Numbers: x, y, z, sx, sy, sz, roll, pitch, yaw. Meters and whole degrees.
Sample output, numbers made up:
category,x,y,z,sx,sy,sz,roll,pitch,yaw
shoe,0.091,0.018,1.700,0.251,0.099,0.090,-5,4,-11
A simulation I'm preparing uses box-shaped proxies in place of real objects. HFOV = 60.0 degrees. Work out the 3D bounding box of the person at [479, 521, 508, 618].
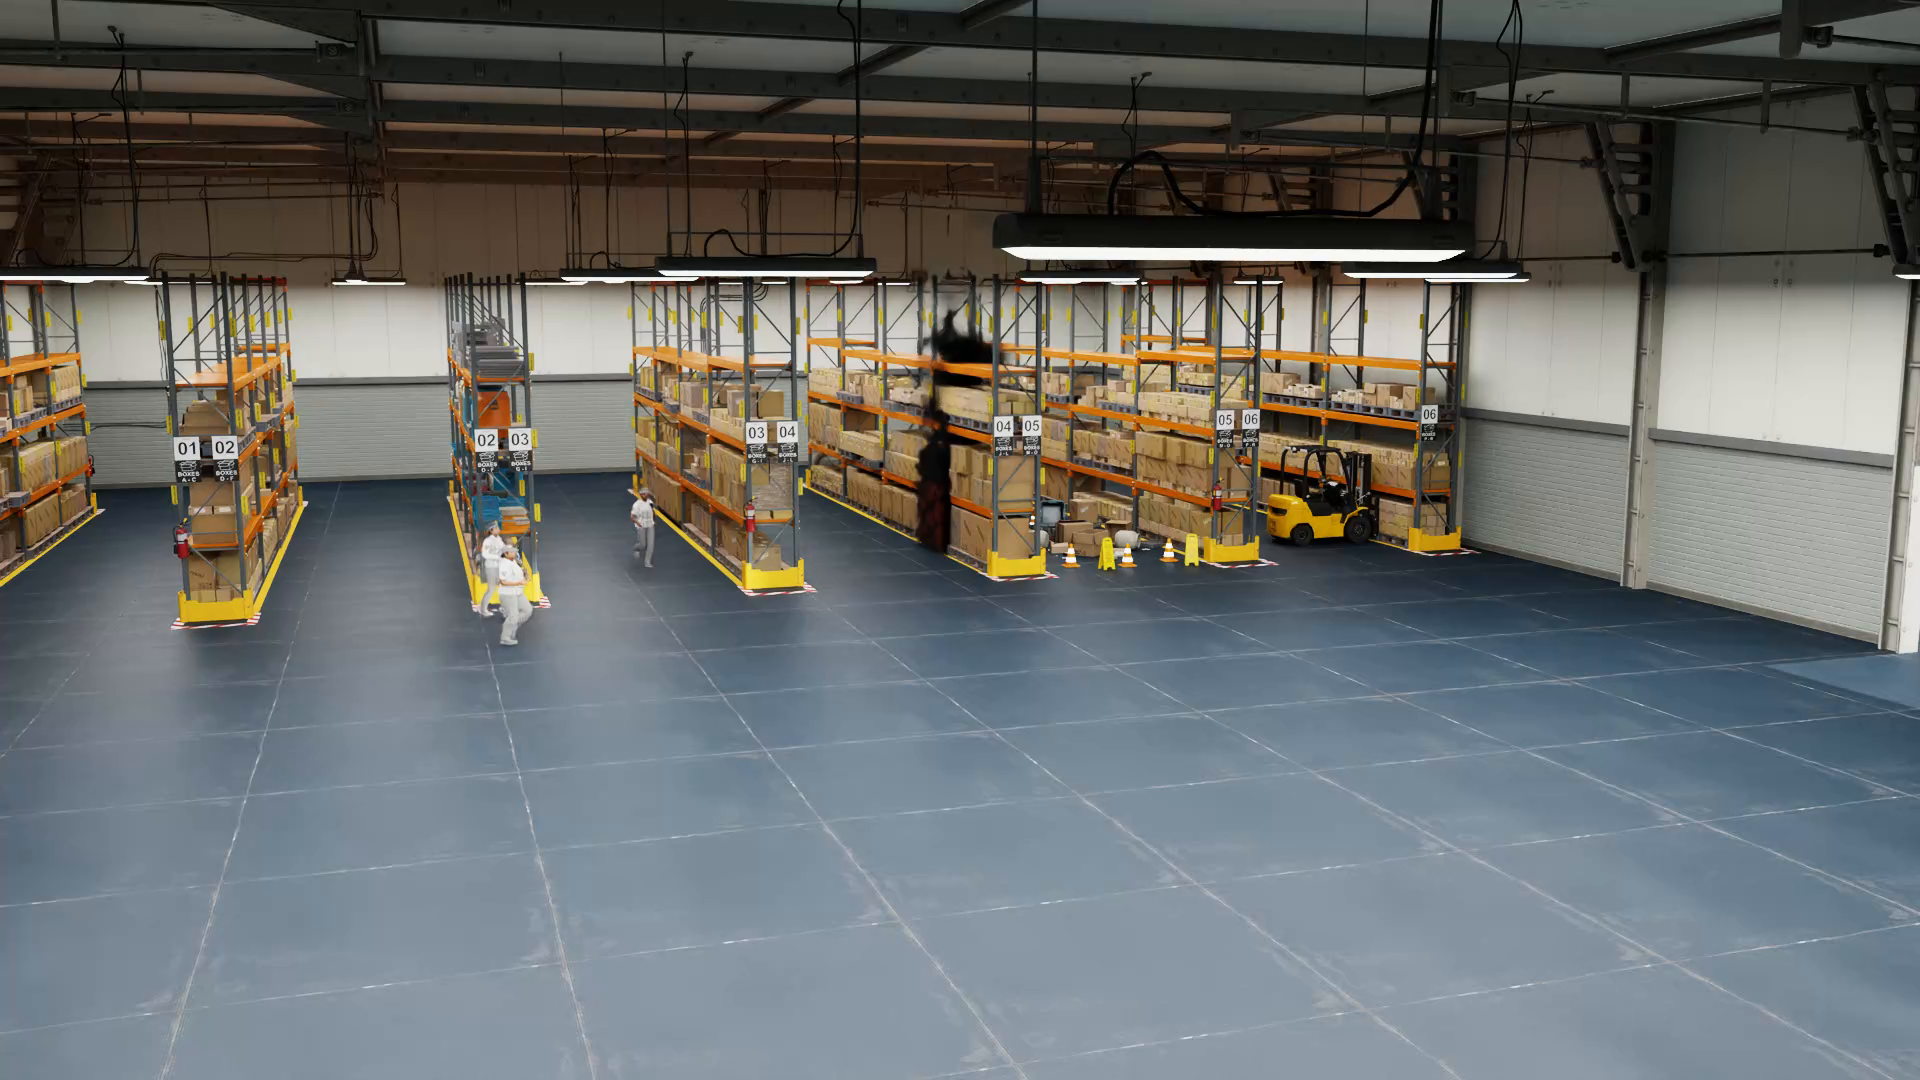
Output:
category,x,y,z,sx,sy,sz,roll,pitch,yaw
person,-8.106,0.522,29.040,0.623,1.737,0.599,4,10,26

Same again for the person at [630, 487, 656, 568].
category,x,y,z,sx,sy,sz,roll,pitch,yaw
person,-6.527,-0.279,34.430,0.577,1.664,0.737,-6,10,-33

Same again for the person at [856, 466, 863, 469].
category,x,y,z,sx,sy,sz,roll,pitch,yaw
person,-2.901,-2.478,49.397,0.476,1.553,0.613,8,12,44

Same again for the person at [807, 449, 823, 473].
category,x,y,z,sx,sy,sz,roll,pitch,yaw
person,-4.290,-2.546,49.432,0.627,1.668,0.664,-3,9,-21

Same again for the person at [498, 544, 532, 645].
category,x,y,z,sx,sy,sz,roll,pitch,yaw
person,-7.179,0.876,26.850,0.559,1.627,0.592,1,9,9
